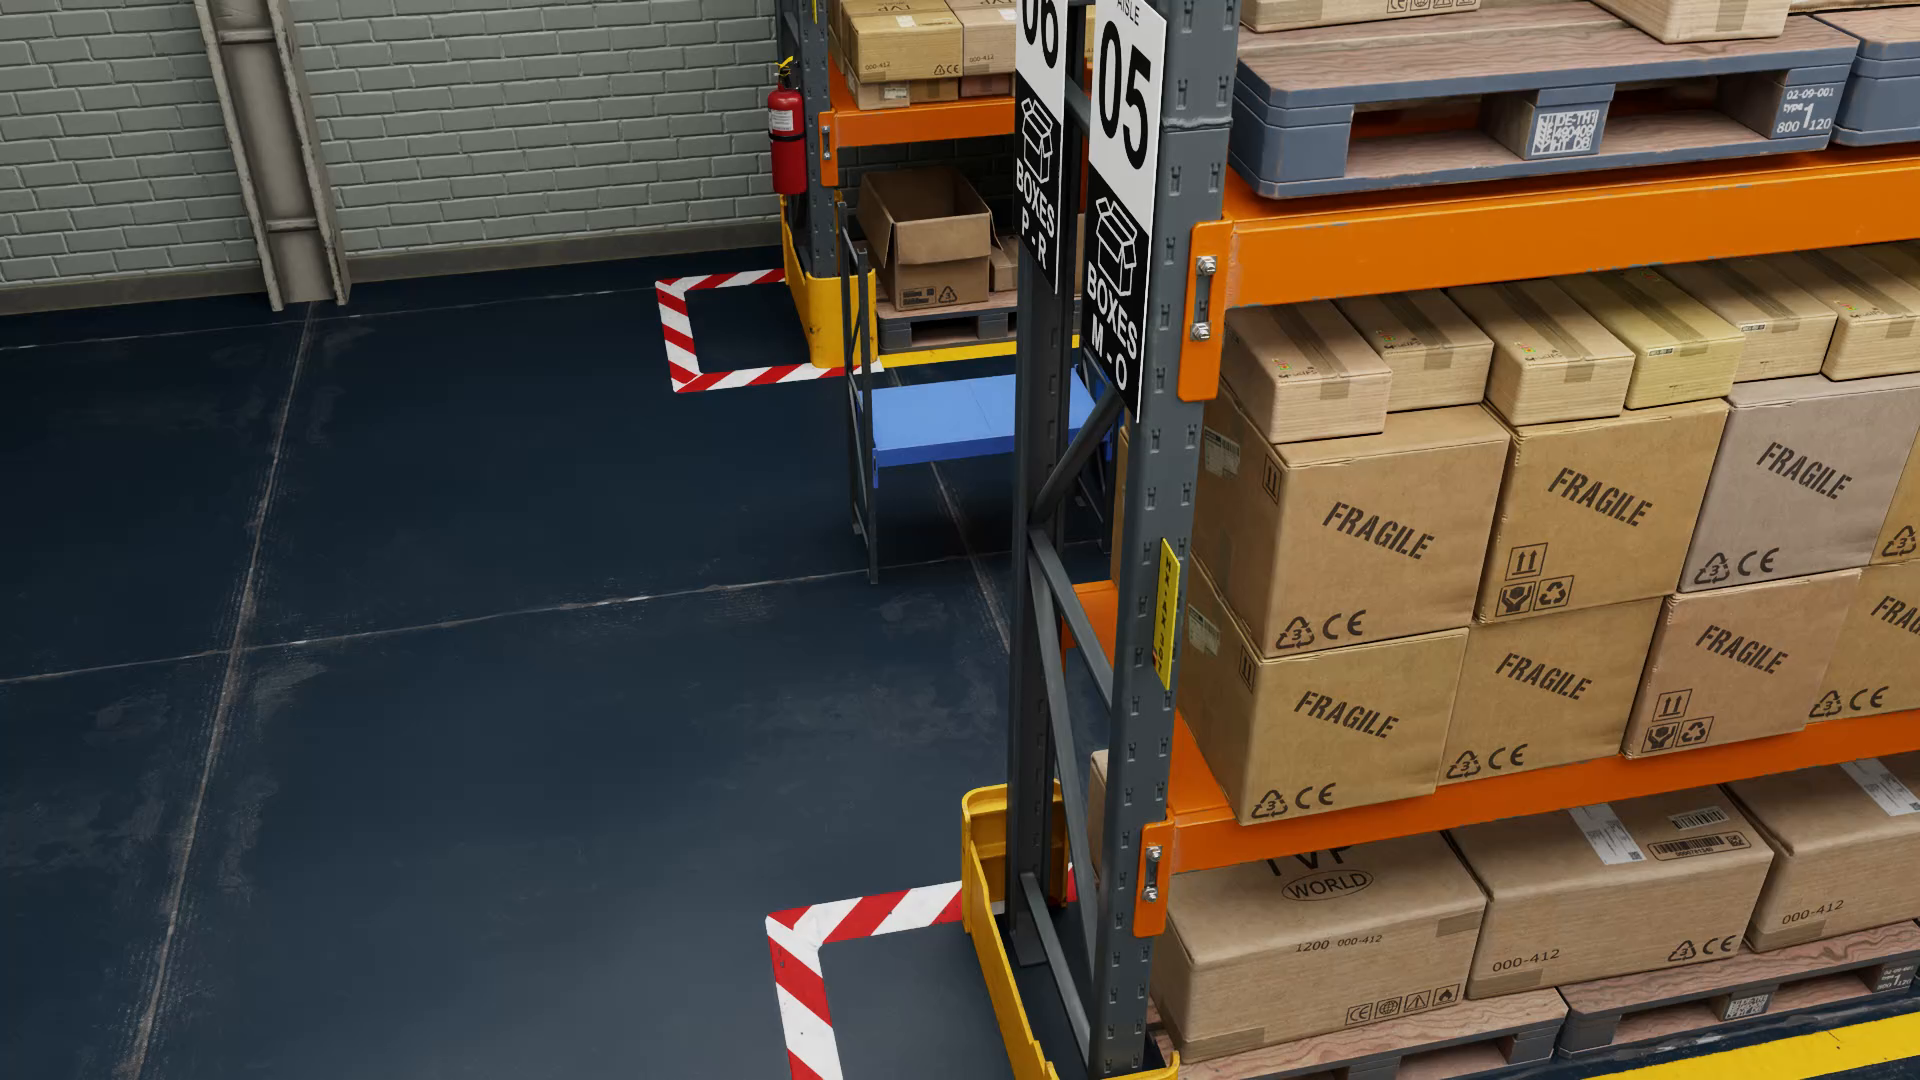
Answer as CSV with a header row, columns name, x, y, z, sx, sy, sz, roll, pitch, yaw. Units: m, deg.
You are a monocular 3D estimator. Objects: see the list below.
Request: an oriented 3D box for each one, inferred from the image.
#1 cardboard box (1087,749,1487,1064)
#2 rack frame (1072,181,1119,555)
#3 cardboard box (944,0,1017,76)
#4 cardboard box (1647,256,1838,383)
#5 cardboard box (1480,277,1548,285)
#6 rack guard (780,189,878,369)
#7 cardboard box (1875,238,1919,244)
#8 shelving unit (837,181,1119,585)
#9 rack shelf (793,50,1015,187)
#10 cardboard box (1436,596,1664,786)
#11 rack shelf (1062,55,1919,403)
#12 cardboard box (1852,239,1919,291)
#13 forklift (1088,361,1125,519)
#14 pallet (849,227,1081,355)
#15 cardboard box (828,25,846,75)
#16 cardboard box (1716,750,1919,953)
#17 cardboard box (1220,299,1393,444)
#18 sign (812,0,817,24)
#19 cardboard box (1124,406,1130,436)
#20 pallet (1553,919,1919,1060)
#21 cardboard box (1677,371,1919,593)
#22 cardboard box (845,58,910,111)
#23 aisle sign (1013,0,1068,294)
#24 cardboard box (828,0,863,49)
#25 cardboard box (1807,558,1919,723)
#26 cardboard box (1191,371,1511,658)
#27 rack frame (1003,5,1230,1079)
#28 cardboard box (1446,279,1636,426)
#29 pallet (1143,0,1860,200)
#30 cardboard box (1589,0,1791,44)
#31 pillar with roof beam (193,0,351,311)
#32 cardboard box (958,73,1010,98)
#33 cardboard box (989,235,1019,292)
name,x,y,z,sx,sy,sz,roll,pitch,yaw
cardboard box,0.935,1.002,4.987,0.875,0.438,0.875,-8,35,-12
rack frame,0.579,-0.696,6.941,0.032,1.500,0.500,-7,35,-11
cardboard box,0.208,-2.482,8.124,0.500,0.250,0.500,-7,34,-10
cardboard box,1.736,-0.515,3.756,0.250,0.149,0.380,-7,34,-10
cardboard box,1.349,-0.761,4.124,0.250,0.149,0.380,-6,34,-9
rack guard,-0.712,-1.421,8.919,0.348,0.500,1.175,-7,35,-11
cardboard box,2.360,-0.895,4.323,0.250,0.149,0.380,-7,35,-10
shelving unit,0.083,-0.633,6.848,1.048,1.500,0.538,-7,35,-11
rack shelf,1.165,-2.397,8.775,4.000,0.370,1.077,-7,35,-11
cardboard box,1.332,0.226,4.131,0.500,0.500,0.500,-8,35,-11
rack shelf,2.264,-0.945,3.920,4.000,0.370,1.077,-7,35,-11
cardboard box,2.242,-0.539,3.792,0.250,0.149,0.380,-8,35,-12
forklift,2.152,-1.396,6.701,3.031,2.935,1.130,-5,34,-7
pallet,0.066,-1.399,9.146,1.213,0.211,1.003,-7,35,-11
cardboard box,-0.522,-2.532,8.556,0.250,0.149,0.380,-8,35,-11
cardboard box,2.705,0.775,5.326,0.875,0.438,0.875,-8,35,-12
cardboard box,0.720,-0.371,3.542,0.250,0.149,0.380,-6,34,-10
sign,-0.666,-2.514,7.527,0.005,0.325,0.100,-7,35,-11
cardboard box,0.731,-0.397,4.163,0.500,0.500,0.500,-6,34,-9
pallet,2.263,1.117,5.396,1.213,0.211,1.003,-7,35,-11
cardboard box,1.847,-0.248,3.940,0.500,0.500,0.500,-7,35,-11
cardboard box,-0.405,-2.236,8.116,0.250,0.149,0.380,-7,35,-11
aisle sign,0.174,-0.991,3.702,0.004,0.787,0.394,-7,35,-11
cardboard box,-0.396,-2.711,8.466,0.500,0.250,0.500,-6,34,-9
cardboard box,2.317,0.103,4.315,0.500,0.500,0.500,-6,34,-9
cardboard box,0.844,-0.113,3.739,0.500,0.500,0.500,-8,35,-12
rack frame,0.313,0.248,4.189,0.127,3.000,1.000,-7,35,-11
cardboard box,1.239,-0.412,3.603,0.250,0.149,0.380,-6,34,-9
pallet,1.034,-1.058,3.522,1.213,0.211,1.003,-7,35,-11
cardboard box,1.425,-1.118,3.291,0.250,0.149,0.380,-6,34,-9
pillar with roof beam,-2.665,-2.759,3.286,0.400,9.000,9.100,-7,35,-11
cardboard box,0.082,-2.344,8.276,0.250,0.149,0.380,-8,35,-11
cardboard box,0.255,-1.495,8.967,0.250,0.149,0.380,-9,35,-12
